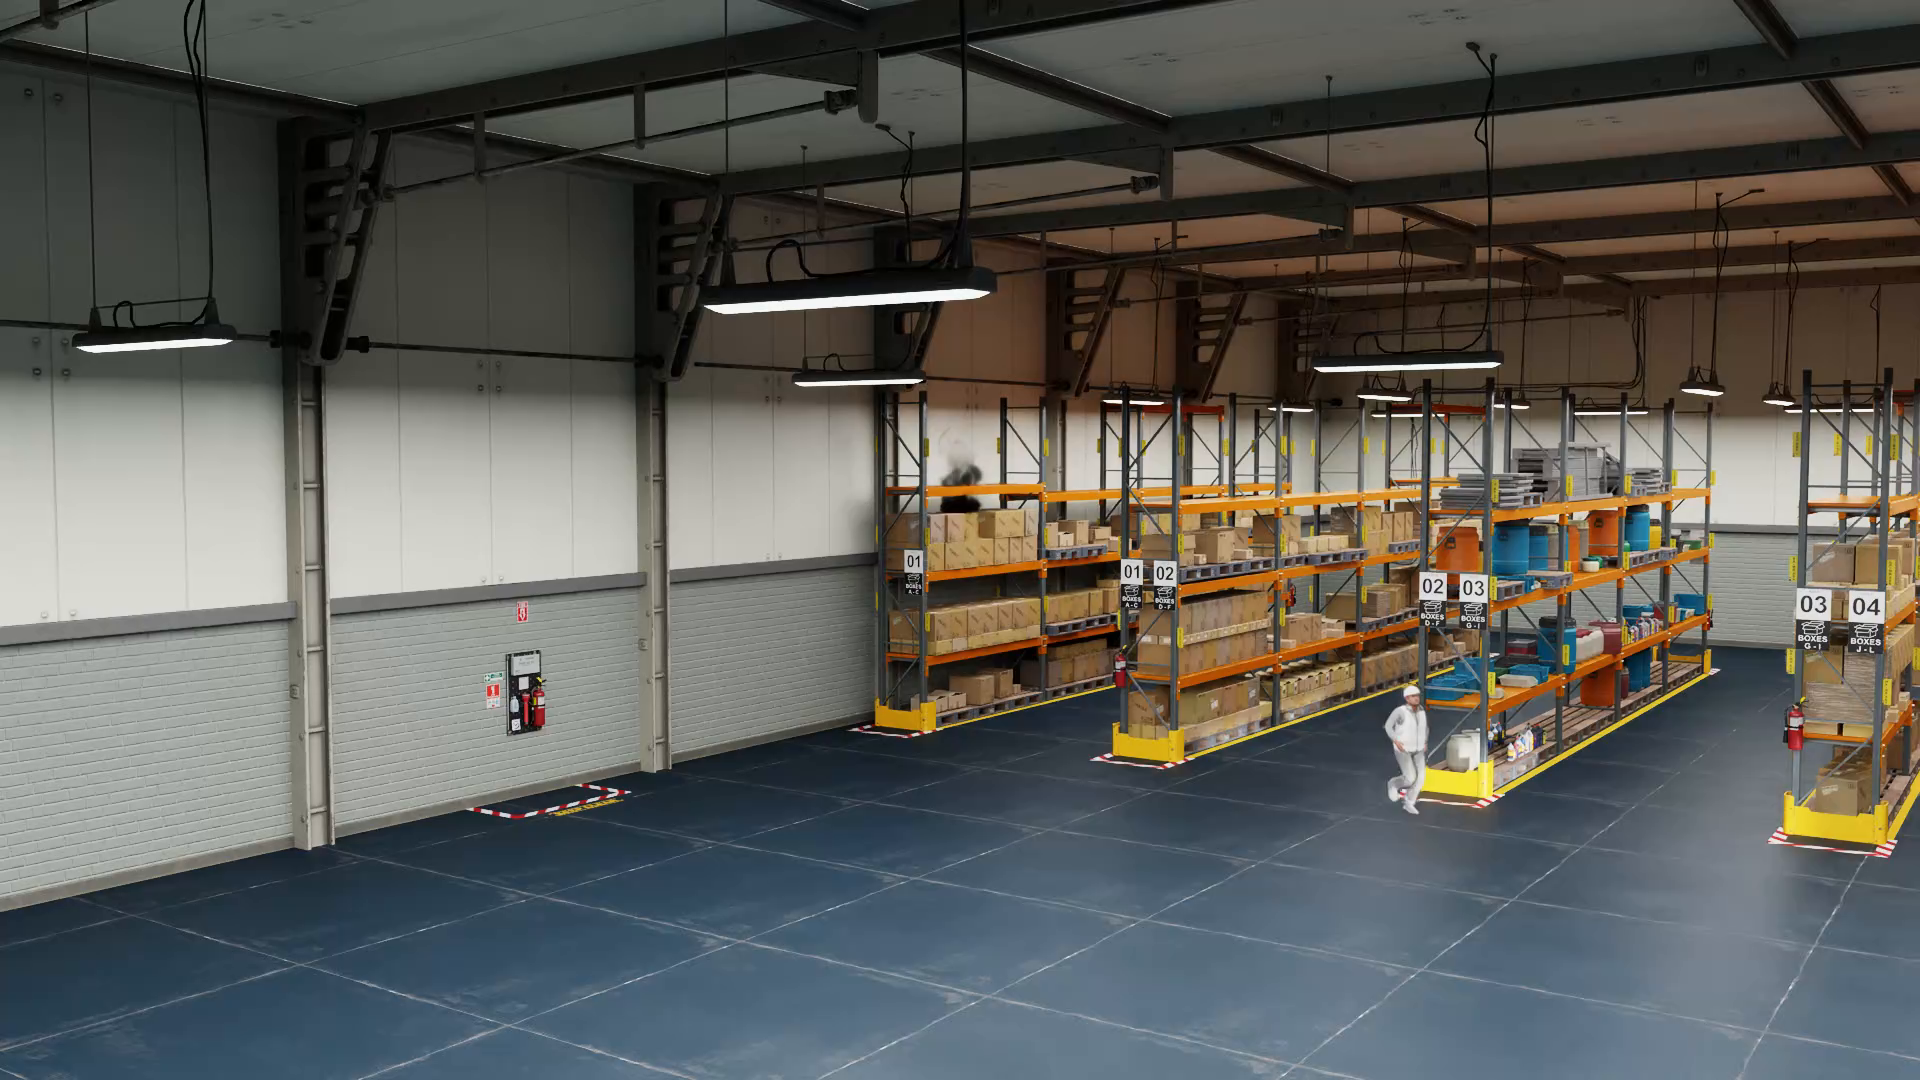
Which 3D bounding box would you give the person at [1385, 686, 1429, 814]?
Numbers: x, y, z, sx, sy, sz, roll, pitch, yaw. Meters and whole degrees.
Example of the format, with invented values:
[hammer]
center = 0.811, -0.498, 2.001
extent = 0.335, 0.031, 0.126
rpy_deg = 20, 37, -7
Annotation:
[person]
center = 6.169, 2.876, 22.944
extent = 0.680, 1.758, 0.557
rpy_deg = -1, 3, -20
